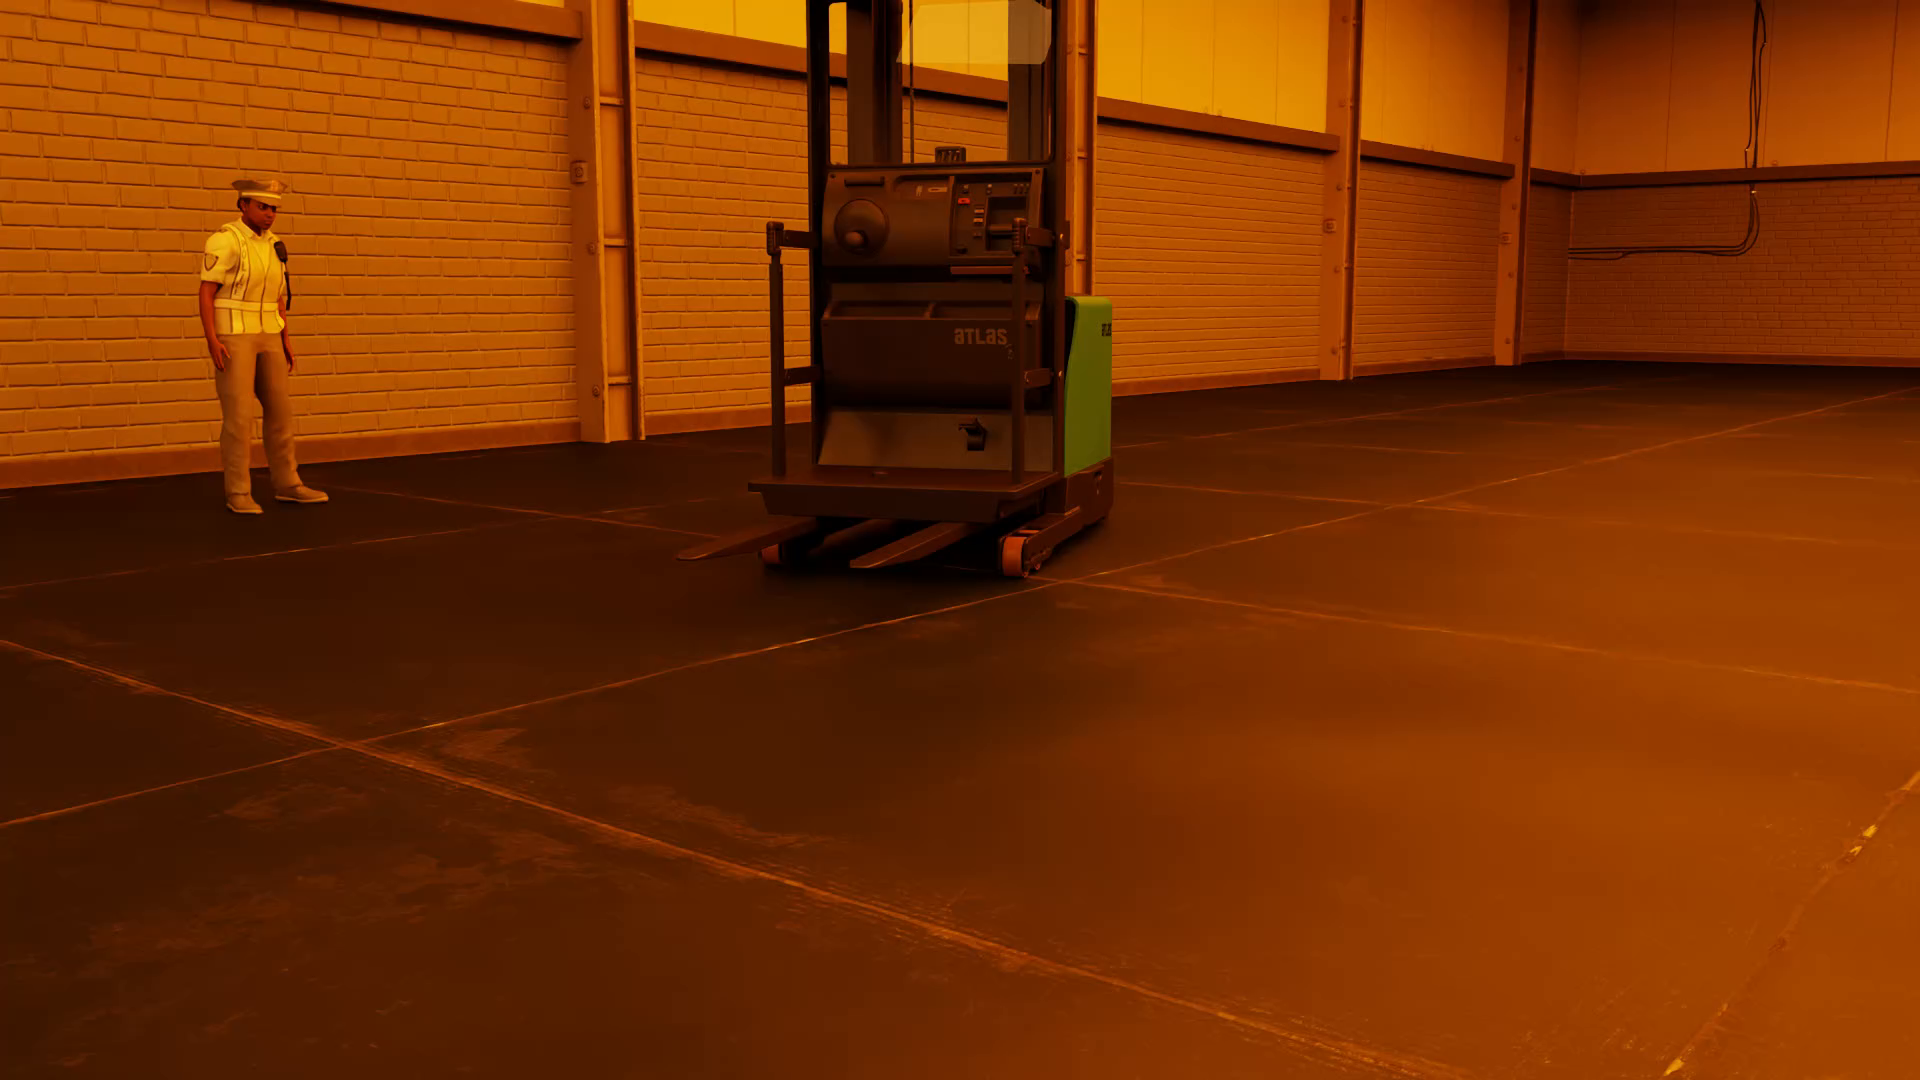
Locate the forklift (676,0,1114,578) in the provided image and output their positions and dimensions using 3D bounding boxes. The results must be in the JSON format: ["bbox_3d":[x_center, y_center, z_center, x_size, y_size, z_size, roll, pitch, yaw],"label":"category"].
[{"bbox_3d":[-0.176,-1.366,6.616,1.130,2.935,3.031,3,9,17],"label":"forklift"}]

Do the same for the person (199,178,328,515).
[{"bbox_3d":[-3.582,-0.989,8.454,0.420,1.666,0.583,4,9,24],"label":"person"}]
